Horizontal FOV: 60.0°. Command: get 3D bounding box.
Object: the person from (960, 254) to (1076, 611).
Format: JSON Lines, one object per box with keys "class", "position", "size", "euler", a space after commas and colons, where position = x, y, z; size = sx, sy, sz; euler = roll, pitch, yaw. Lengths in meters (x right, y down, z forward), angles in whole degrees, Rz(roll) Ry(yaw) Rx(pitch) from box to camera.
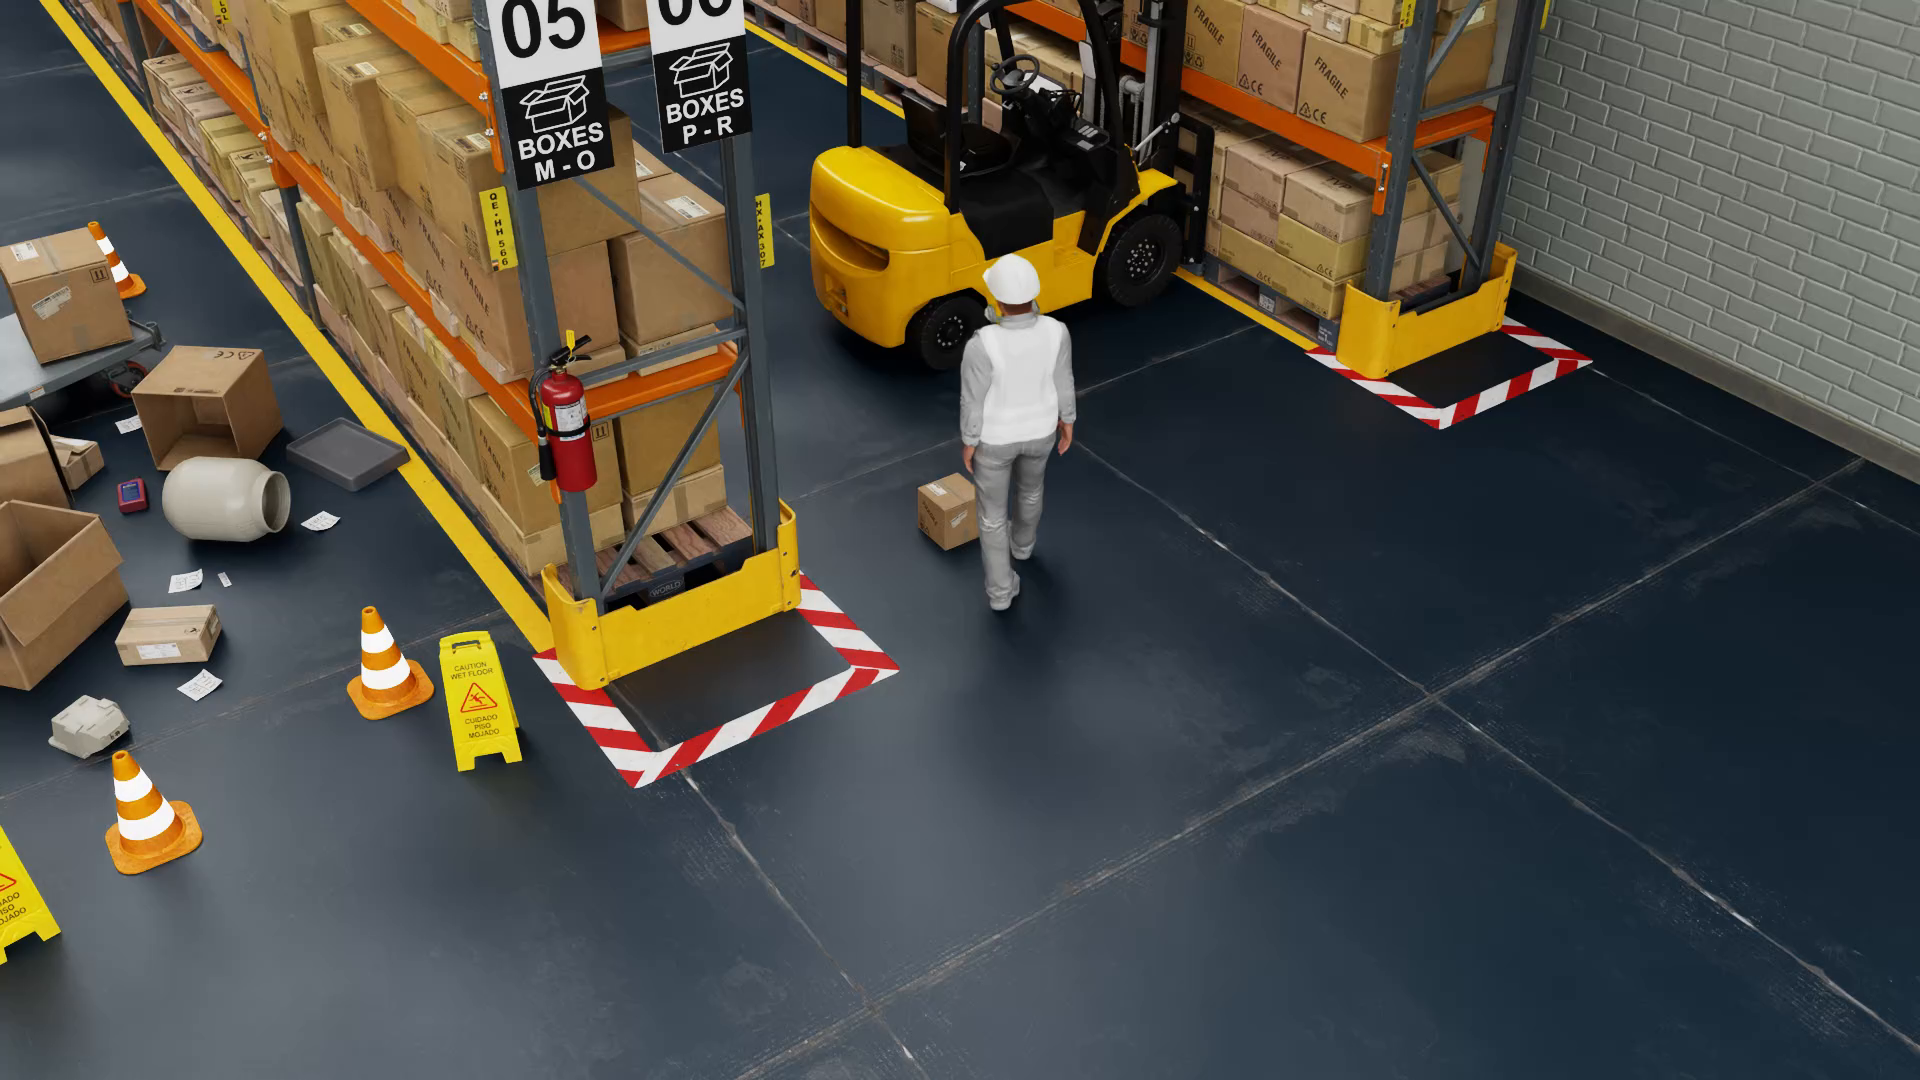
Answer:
{"class": "person", "position": [0.232, -0.559, 7.747], "size": [0.574, 1.773, 0.686], "euler": [-11, 38, -15]}
